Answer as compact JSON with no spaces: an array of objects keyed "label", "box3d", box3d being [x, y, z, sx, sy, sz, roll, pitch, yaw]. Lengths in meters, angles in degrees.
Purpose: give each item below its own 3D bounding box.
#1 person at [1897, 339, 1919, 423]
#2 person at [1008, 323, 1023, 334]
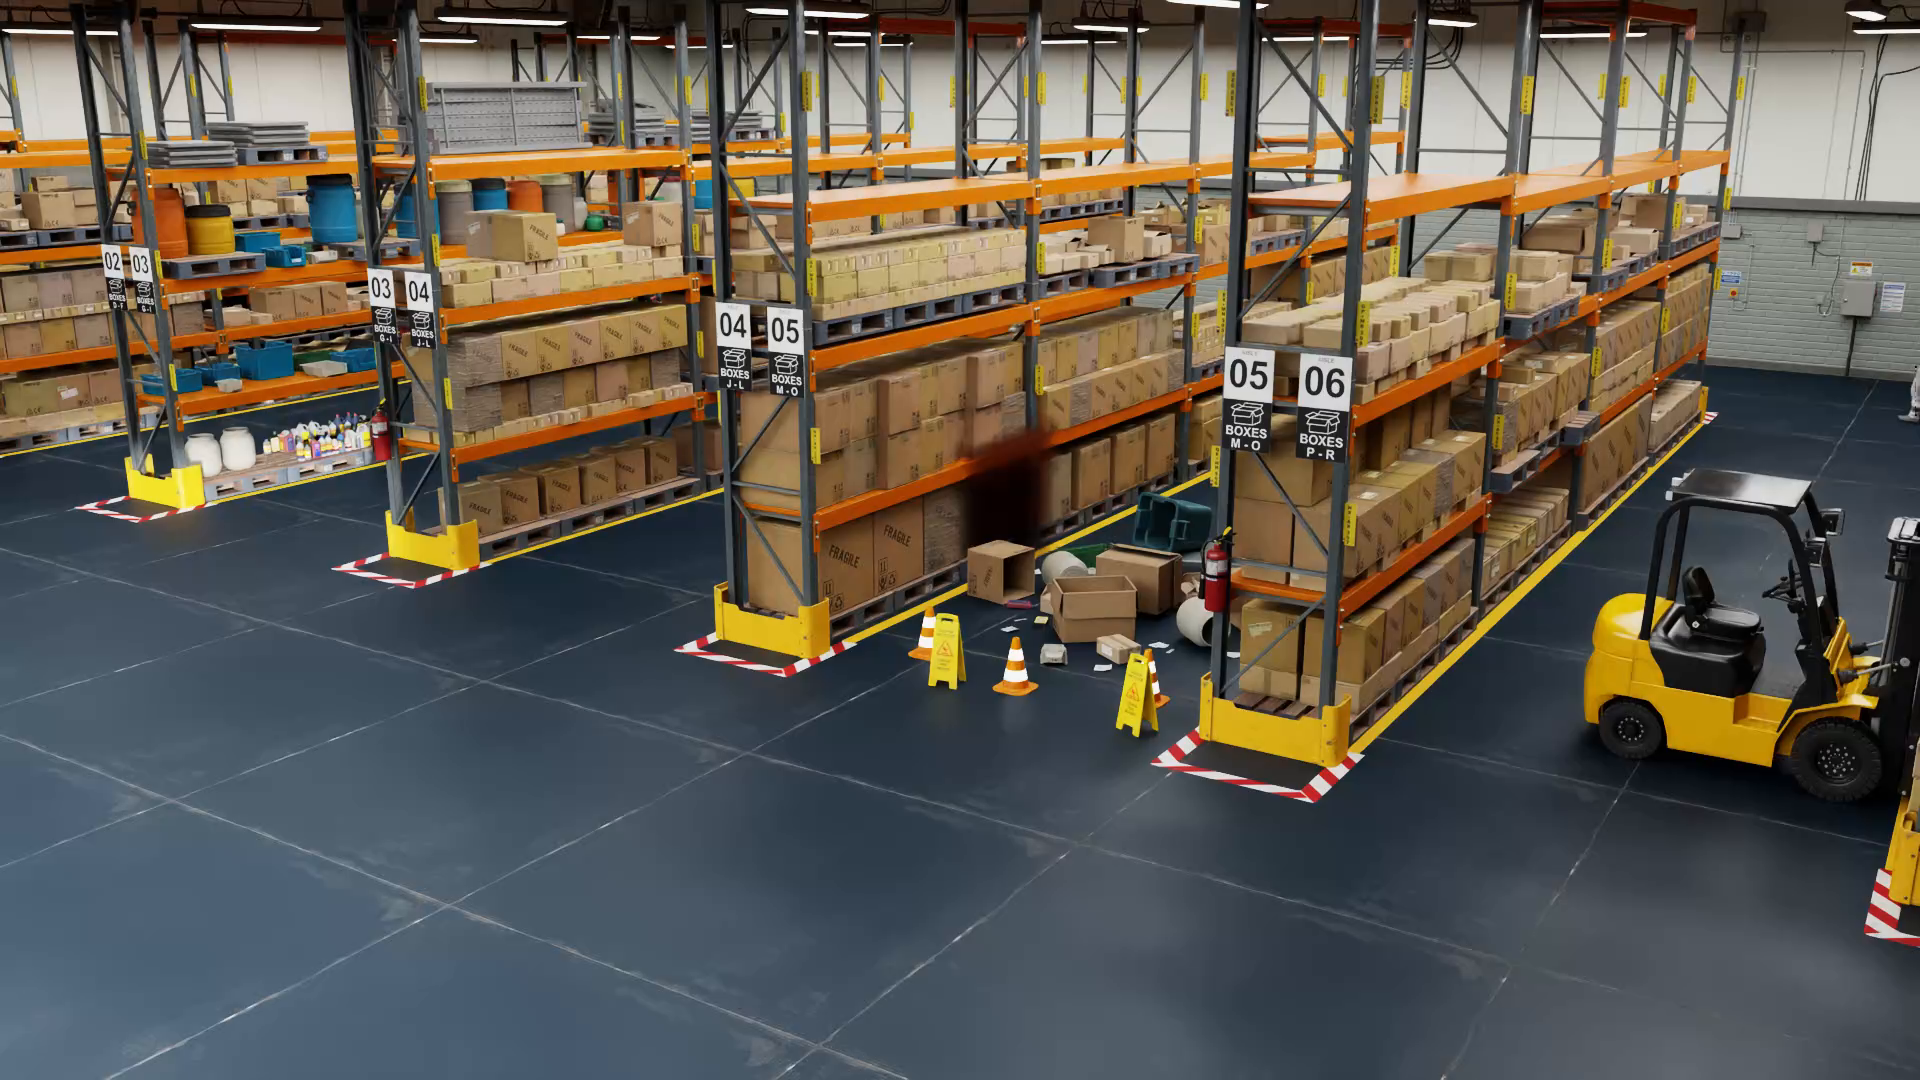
[{"label":"person","box3d":[14.958,-2.670,25.505,0.783,1.771,0.546,11,19,34]},{"label":"person","box3d":[0.815,-2.461,24.930,0.526,1.606,1.013,9,18,28]}]
